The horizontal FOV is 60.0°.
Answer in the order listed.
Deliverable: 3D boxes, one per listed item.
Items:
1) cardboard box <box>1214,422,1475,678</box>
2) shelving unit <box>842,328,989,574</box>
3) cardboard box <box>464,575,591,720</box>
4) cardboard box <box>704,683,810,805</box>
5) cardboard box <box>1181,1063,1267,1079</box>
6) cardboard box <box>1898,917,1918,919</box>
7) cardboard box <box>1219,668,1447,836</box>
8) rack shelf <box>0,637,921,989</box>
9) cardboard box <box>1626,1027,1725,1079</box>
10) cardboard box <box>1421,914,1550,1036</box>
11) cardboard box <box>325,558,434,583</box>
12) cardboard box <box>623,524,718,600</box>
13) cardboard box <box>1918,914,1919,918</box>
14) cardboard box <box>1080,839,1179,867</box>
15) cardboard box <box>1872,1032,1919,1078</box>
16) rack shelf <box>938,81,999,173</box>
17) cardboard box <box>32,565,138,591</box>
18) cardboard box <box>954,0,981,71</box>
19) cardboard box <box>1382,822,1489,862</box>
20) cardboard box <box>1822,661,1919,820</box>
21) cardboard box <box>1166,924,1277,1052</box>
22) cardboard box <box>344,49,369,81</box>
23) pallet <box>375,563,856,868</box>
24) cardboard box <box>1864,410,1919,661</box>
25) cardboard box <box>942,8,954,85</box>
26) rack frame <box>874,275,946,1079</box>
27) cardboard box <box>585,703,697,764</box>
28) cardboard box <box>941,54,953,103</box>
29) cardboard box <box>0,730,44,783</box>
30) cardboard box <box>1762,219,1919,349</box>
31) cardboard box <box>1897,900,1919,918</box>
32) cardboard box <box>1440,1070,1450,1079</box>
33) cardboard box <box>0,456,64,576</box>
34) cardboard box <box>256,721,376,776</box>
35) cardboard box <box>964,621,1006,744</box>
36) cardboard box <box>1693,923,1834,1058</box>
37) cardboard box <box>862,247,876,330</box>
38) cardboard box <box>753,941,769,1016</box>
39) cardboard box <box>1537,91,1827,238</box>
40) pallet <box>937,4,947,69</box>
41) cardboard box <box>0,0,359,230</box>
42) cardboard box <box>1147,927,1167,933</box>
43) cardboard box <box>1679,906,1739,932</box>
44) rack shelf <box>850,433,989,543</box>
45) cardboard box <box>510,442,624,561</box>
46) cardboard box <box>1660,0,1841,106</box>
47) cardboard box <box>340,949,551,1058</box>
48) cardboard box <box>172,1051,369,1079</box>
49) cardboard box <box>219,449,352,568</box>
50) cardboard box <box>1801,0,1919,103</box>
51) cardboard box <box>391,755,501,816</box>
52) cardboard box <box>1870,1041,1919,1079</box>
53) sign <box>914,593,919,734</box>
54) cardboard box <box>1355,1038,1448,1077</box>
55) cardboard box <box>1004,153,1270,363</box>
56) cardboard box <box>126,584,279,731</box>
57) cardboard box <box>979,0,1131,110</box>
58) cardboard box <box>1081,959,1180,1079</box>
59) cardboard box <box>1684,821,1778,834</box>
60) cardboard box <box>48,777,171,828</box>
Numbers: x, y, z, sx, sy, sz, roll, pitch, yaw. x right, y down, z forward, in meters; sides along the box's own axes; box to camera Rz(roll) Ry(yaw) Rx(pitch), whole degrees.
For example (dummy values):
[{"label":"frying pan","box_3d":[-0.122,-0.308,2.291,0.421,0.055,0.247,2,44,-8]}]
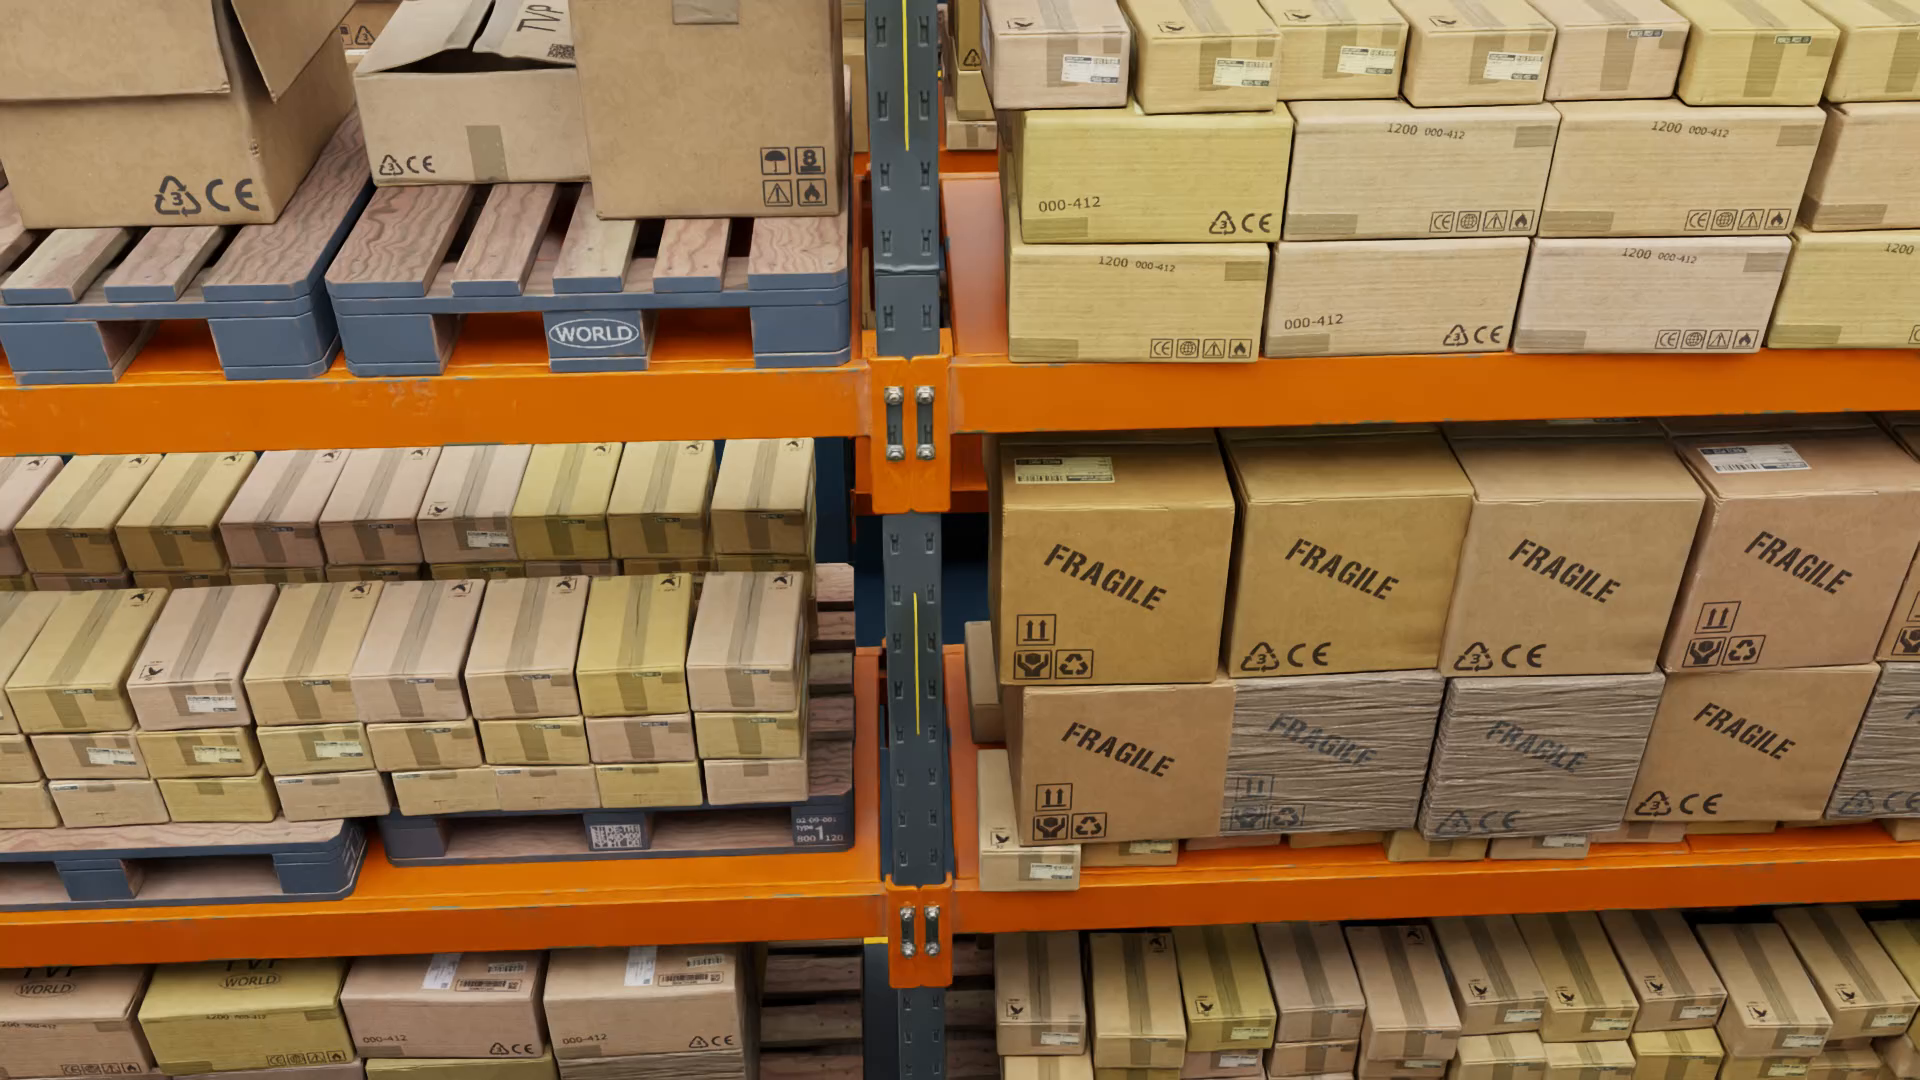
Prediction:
[{"label":"cardboard box","box_3d":[0.853,-0.033,3.935,0.500,0.500,0.500,-3,35,-4]},{"label":"shelving unit","box_3d":[0.007,-0.463,7.430,1.048,1.125,0.538,-2,35,-2]},{"label":"cardboard box","box_3d":[-1.045,0.259,4.069,0.250,0.149,0.380,-3,35,-4]},{"label":"cardboard box","box_3d":[-0.514,0.491,4.256,0.250,0.149,0.380,-2,35,-3]},{"label":"cardboard box","box_3d":[0.764,1.566,4.987,0.250,0.149,0.380,-2,35,-2]},{"label":"cardboard box","box_3d":[3.073,1.215,5.495,0.250,0.149,0.380,-2,35,-2]},{"label":"cardboard box","box_3d":[0.874,0.387,4.206,0.500,0.500,0.500,-2,35,-2]},{"label":"rack shelf","box_3d":[-2.124,0.787,4.609,4.000,0.370,1.077,-2,35,-2]},{"label":"cardboard box","box_3d":[2.063,1.416,4.943,0.250,0.149,0.380,0,35,0]},{"label":"cardboard box","box_3d":[1.542,1.258,4.910,0.250,0.149,0.380,-3,35,-4]},{"label":"cardboard box","box_3d":[-1.587,0.026,4.667,0.250,0.149,0.380,0,35,0]},{"label":"cardboard box","box_3d":[-0.800,0.003,4.700,0.250,0.149,0.380,-2,35,-3]},{"label":"cardboard box","box_3d":[3.099,1.217,4.969,0.250,0.149,0.380,-1,35,-1]},{"label":"cardboard box","box_3d":[0.427,0.670,4.367,0.250,0.149,0.380,-1,35,-1]},{"label":"cardboard box","box_3d":[2.837,1.398,4.968,0.250,0.149,0.380,-3,35,-4]},{"label":"rack shelf","box_3d":[1.738,-2.143,8.842,4.000,0.370,1.077,-2,35,-2]},{"label":"cardboard box","box_3d":[-2.361,0.045,4.639,0.250,0.149,0.380,-1,35,-1]},{"label":"cardboard box","box_3d":[0.230,-2.621,8.113,0.500,0.500,0.500,-2,35,-2]},{"label":"cardboard box","box_3d":[1.217,0.659,4.382,0.250,0.149,0.380,-1,35,-1]},{"label":"cardboard box","box_3d":[2.412,0.355,4.252,0.500,0.500,0.500,-1,35,-2]},{"label":"cardboard box","box_3d":[0.756,1.292,4.860,0.250,0.149,0.380,-2,35,-3]},{"label":"cardboard box","box_3d":[-2.731,-2.207,8.216,0.500,0.500,0.500,-2,35,-3]},{"label":"pallet","box_3d":[-0.897,0.454,4.626,1.213,0.211,1.003,-2,35,-2]},{"label":"cardboard box","box_3d":[2.399,-0.058,3.971,0.500,0.500,0.500,0,35,0]},{"label":"cardboard box","box_3d":[0.168,-2.606,8.751,0.500,0.250,0.500,-2,35,-3]},{"label":"rack frame","box_3d":[-0.126,0.437,4.482,0.127,3.000,1.000,-2,35,-2]},{"label":"cardboard box","box_3d":[-0.777,0.376,4.160,0.250,0.149,0.380,-1,35,-2]},{"label":"cardboard box","box_3d":[0.029,-2.476,8.912,0.250,0.149,0.380,-1,35,-2]},{"label":"cardboard box","box_3d":[-2.343,0.419,4.099,0.250,0.149,0.380,-2,35,-3]},{"label":"cardboard box","box_3d":[1.892,-0.630,3.521,0.500,0.250,0.500,0,35,0]},{"label":"cardboard box","box_3d":[3.058,1.050,5.471,0.250,0.149,0.380,-2,35,-2]},{"label":"cardboard box","box_3d":[1.547,1.552,5.008,0.250,0.149,0.380,-2,35,-4]},{"label":"cardboard box","box_3d":[-2.634,-0.068,4.541,0.250,0.149,0.380,-2,35,-2]},{"label":"cardboard box","box_3d":[-1.558,0.398,4.130,0.250,0.149,0.380,-3,35,-5]},{"label":"cardboard box","box_3d":[0.148,0.400,4.757,0.250,0.149,0.380,-2,35,-3]},{"label":"cardboard box","box_3d":[2.319,1.306,4.840,0.250,0.149,0.380,0,35,0]},{"label":"cardboard box","box_3d":[-0.898,-1.655,9.004,0.875,0.875,1.225,-1,35,-2]},{"label":"cardboard box","box_3d":[-0.877,1.162,5.263,0.500,0.500,0.500,0,35,0]},{"label":"cardboard box","box_3d":[1.367,-0.833,3.374,0.500,0.250,0.500,-1,35,-1]},{"label":"pallet","box_3d":[0.238,-4.095,13.482,1.213,0.211,1.003,-2,35,-2]},{"label":"cardboard box","box_3d":[-1.675,-1.044,3.527,0.637,0.503,0.797,-2,35,-3]},{"label":"cardboard box","box_3d":[0.710,1.094,5.408,0.250,0.149,0.380,-3,35,-4]},{"label":"cardboard box","box_3d":[2.295,1.114,5.380,0.250,0.149,0.380,-3,35,-5]},{"label":"rack shelf","box_3d":[0.007,-0.262,7.569,1.000,0.278,0.538,-2,35,-2]},{"label":"cardboard box","box_3d":[-1.076,-0.111,4.604,0.250,0.149,0.380,-1,35,-2]},{"label":"cardboard box","box_3d":[1.491,-0.982,3.239,0.250,0.149,0.380,0,35,0]},{"label":"cardboard box","box_3d":[-1.372,1.154,4.615,0.500,0.250,0.500,0,35,0]},{"label":"cardboard box","box_3d":[-1.879,1.481,4.802,0.500,0.500,0.500,-2,35,-3]},{"label":"cardboard box","box_3d":[-1.833,-0.092,4.576,0.250,0.149,0.380,0,35,0]},{"label":"cardboard box","box_3d":[1.752,-0.997,3.260,0.250,0.149,0.380,-3,35,-4]},{"label":"cardboard box","box_3d":[-1.272,0.511,4.228,0.250,0.149,0.380,-3,35,-5]},{"label":"cardboard box","box_3d":[2.833,1.485,5.105,0.250,0.149,0.380,-2,35,-2]},{"label":"sign","box_3d":[-0.096,0.277,3.697,0.005,0.325,0.100,-2,35,-2]},{"label":"cardboard box","box_3d":[1.287,1.402,4.963,0.250,0.149,0.380,0,35,0]},{"label":"cardboard box","box_3d":[0.349,-0.597,3.472,0.500,0.250,0.500,0,35,0]},{"label":"cardboard box","box_3d":[-1.820,0.280,4.039,0.250,0.149,0.380,-3,35,-4]},{"label":"cardboard box","box_3d":[0.176,-0.974,3.228,0.250,0.149,0.380,-2,35,-3]},{"label":"cardboard box","box_3d":[0.499,1.429,4.924,0.250,0.149,0.380,-1,35,-2]},{"label":"cardboard box","box_3d":[2.002,0.604,4.463,0.250,0.149,0.380,-1,35,-1]},{"label":"cardboard box","box_3d":[-2.081,0.535,4.192,0.250,0.149,0.380,-3,35,-4]}]
